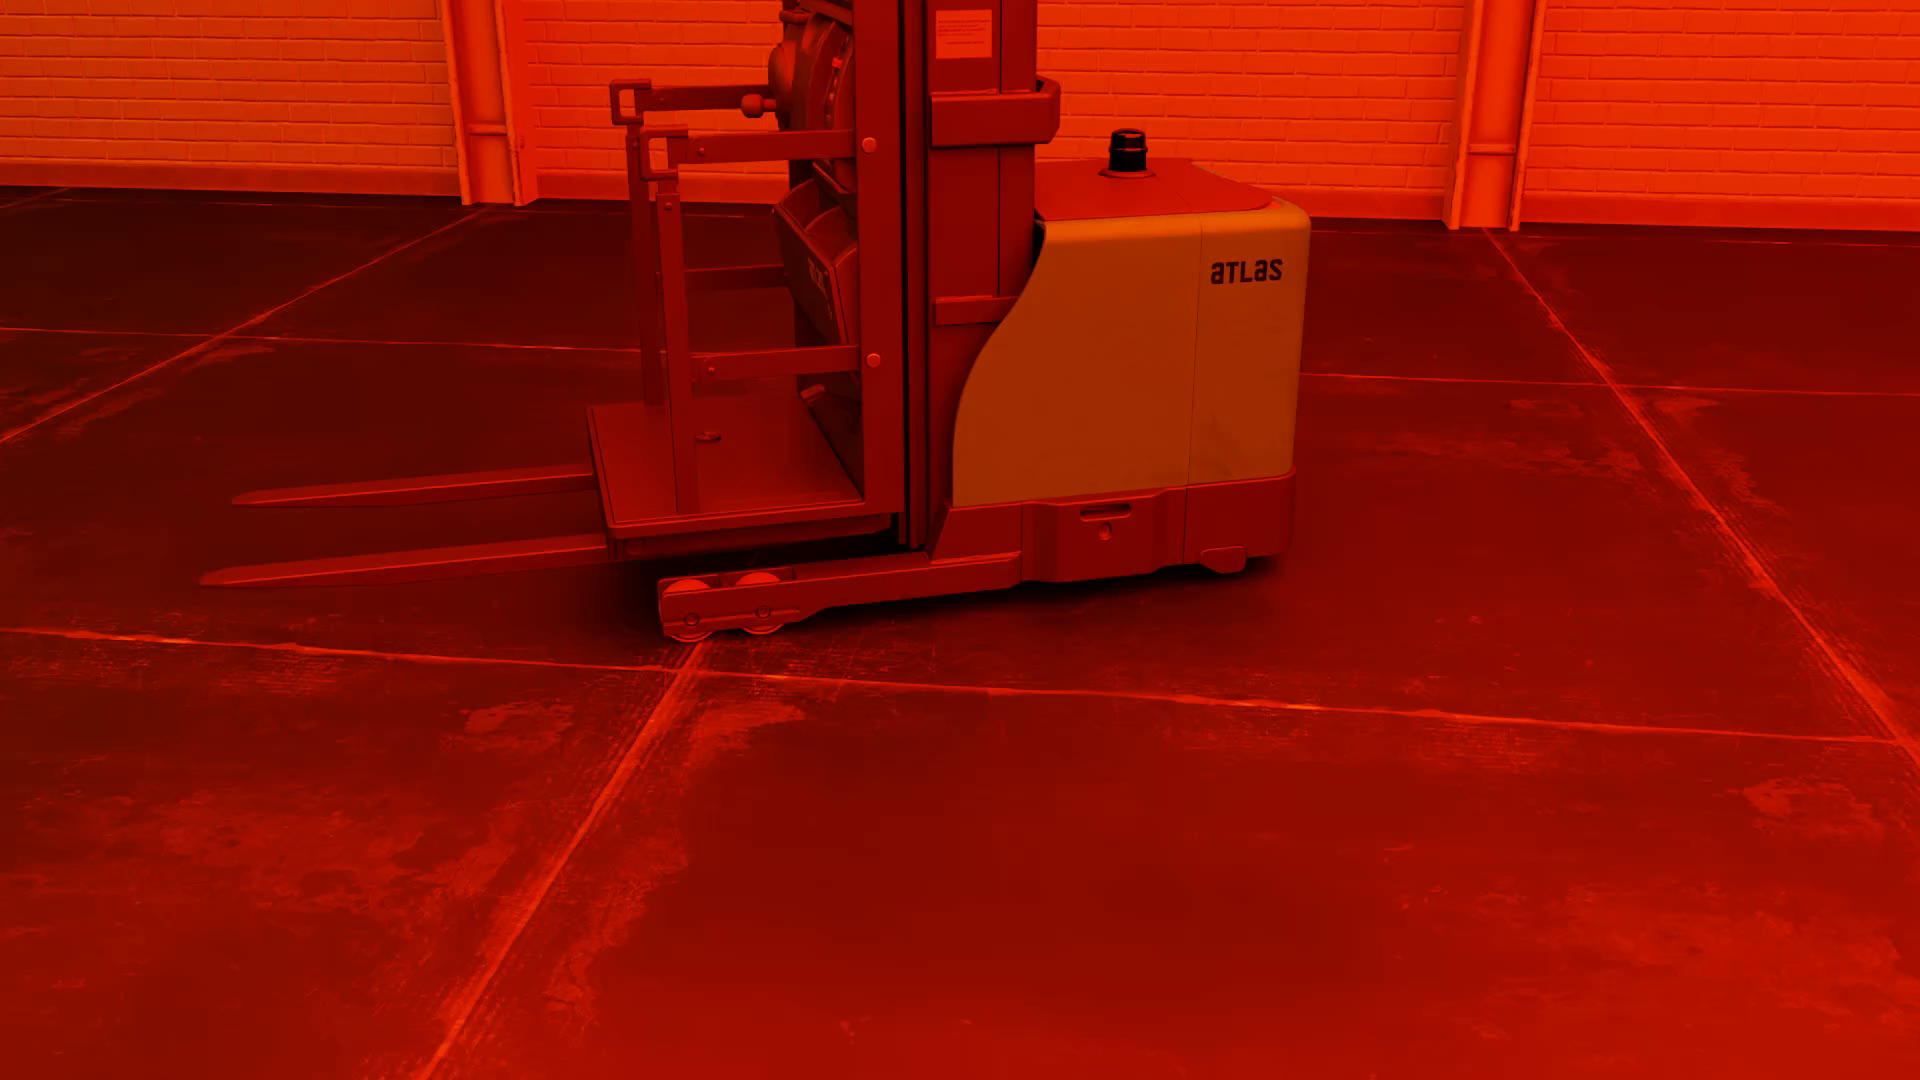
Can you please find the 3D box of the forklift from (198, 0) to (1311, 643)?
[{"bbox_3d":[-0.588,-1.301,4.485,3.031,2.935,1.130,-6,23,-14],"label":"forklift"}]
